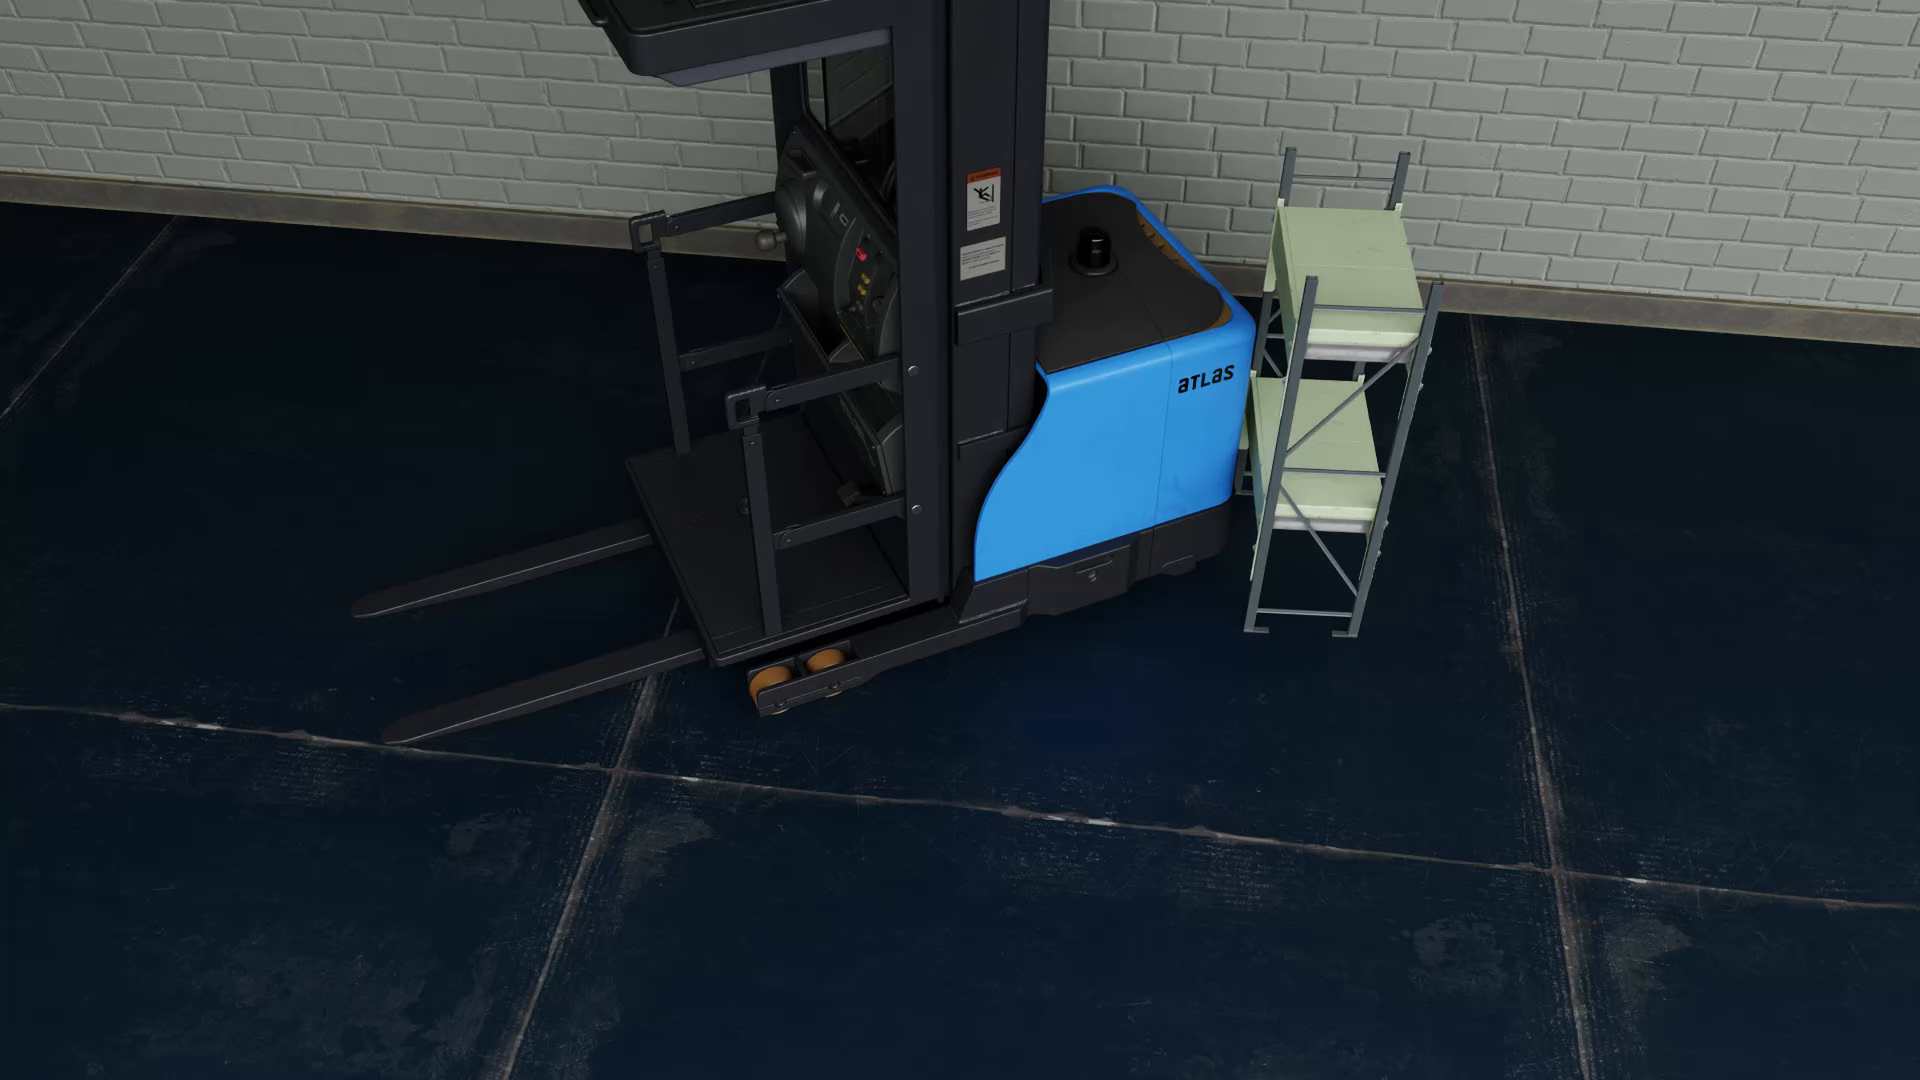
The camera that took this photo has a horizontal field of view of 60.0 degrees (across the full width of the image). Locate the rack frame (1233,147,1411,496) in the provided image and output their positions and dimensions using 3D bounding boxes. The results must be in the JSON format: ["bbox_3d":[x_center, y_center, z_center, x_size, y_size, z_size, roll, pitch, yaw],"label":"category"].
[{"bbox_3d":[1.256,-0.718,5.915,0.400,1.500,0.023,3,44,2],"label":"rack frame"}]

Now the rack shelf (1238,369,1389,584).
[{"bbox_3d":[1.231,-0.230,5.874,0.431,0.370,0.720,3,44,2],"label":"rack shelf"}]

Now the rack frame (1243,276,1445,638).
[{"bbox_3d":[1.211,-0.216,5.384,0.400,1.500,0.023,3,44,2],"label":"rack frame"}]

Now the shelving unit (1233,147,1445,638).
[{"bbox_3d":[1.234,-0.467,5.650,0.431,1.500,0.755,3,44,2],"label":"shelving unit"}]

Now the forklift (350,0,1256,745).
[{"bbox_3d":[-0.569,-0.891,5.059,3.031,2.935,1.130,-17,46,-17],"label":"forklift"}]

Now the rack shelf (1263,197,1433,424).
[{"bbox_3d":[1.236,-0.750,5.381,0.431,0.370,0.720,3,44,2],"label":"rack shelf"}]
